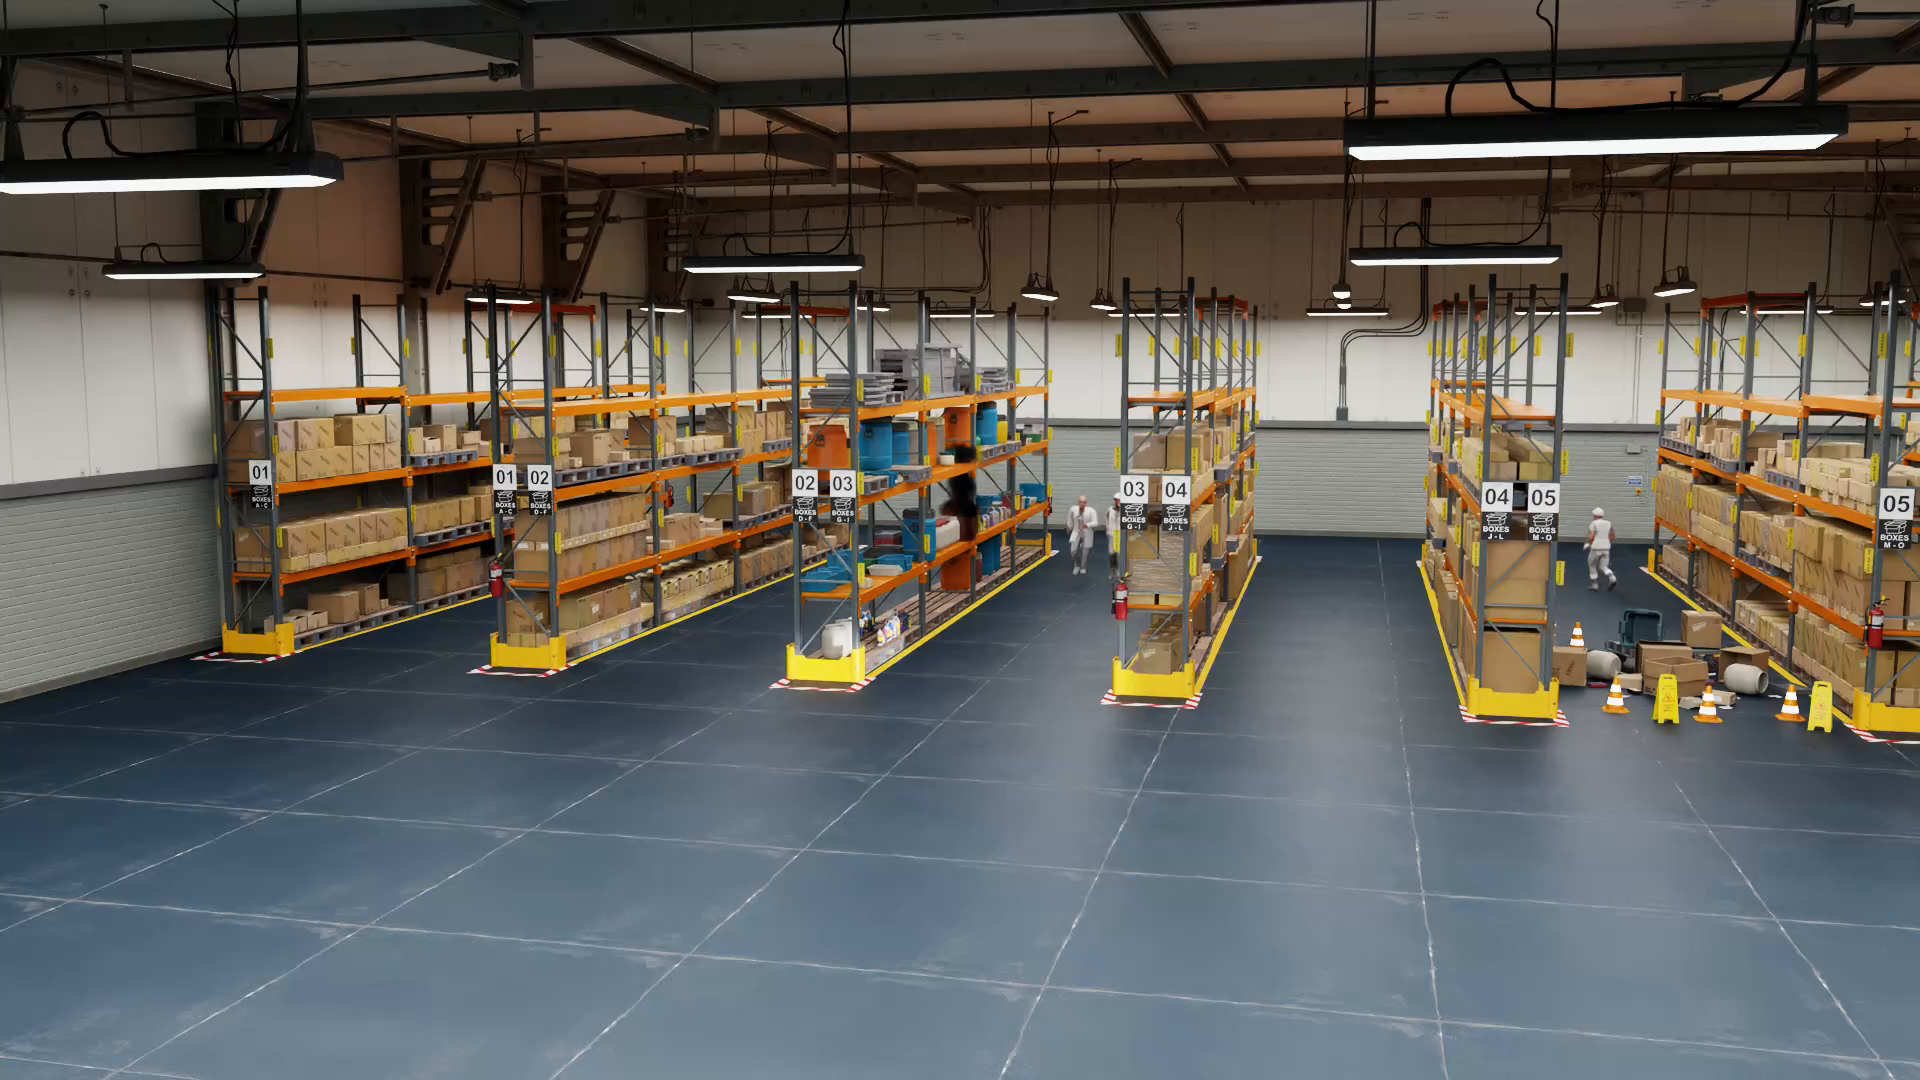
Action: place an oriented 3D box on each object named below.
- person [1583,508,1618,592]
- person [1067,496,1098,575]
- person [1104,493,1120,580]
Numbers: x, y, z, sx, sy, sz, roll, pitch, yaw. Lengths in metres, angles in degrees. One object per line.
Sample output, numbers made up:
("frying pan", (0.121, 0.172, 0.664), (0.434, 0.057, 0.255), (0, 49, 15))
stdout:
("person", (13.225, 0.217, 34.198), (0.664, 1.740, 0.842), (-1, 7, -12))
("person", (2.535, -0.095, 34.702), (0.717, 1.678, 0.968), (2, 7, 14))
("person", (3.270, -0.068, 34.374), (0.655, 1.824, 0.672), (1, 7, 12))
